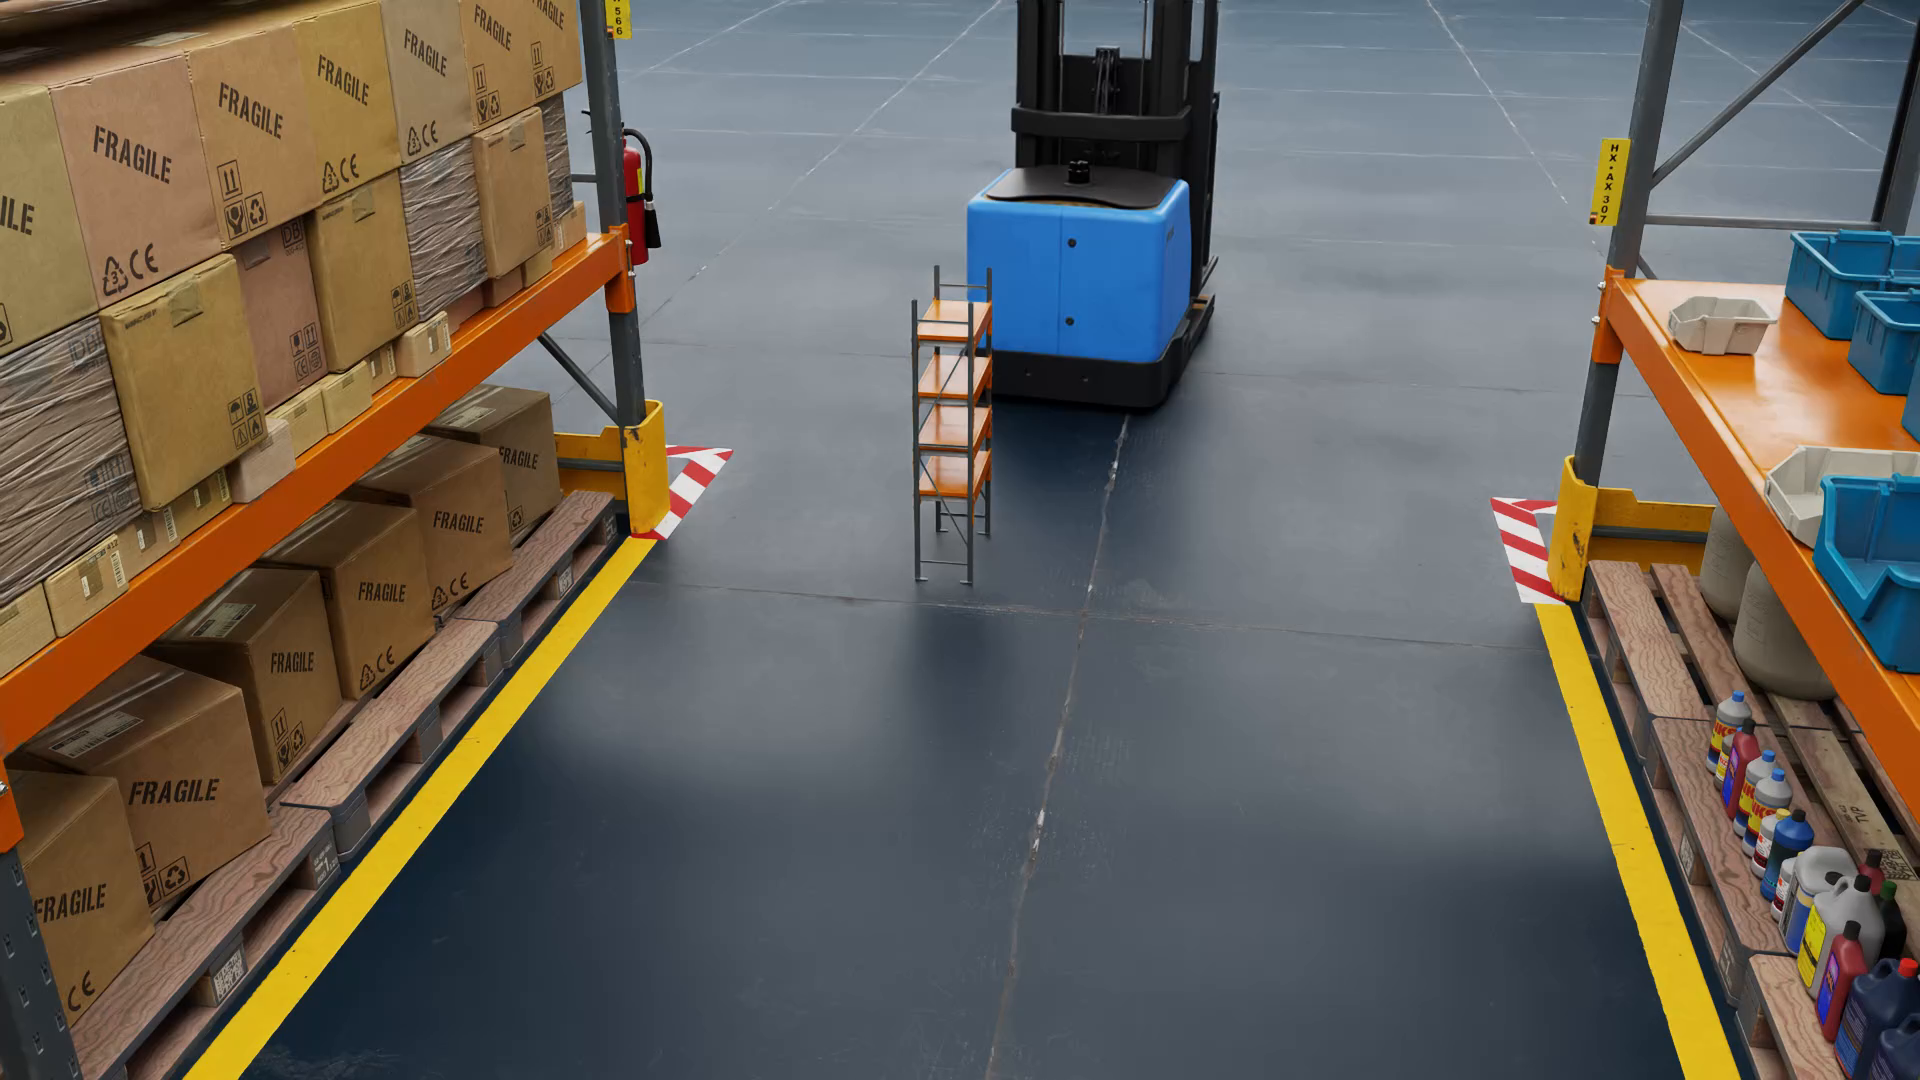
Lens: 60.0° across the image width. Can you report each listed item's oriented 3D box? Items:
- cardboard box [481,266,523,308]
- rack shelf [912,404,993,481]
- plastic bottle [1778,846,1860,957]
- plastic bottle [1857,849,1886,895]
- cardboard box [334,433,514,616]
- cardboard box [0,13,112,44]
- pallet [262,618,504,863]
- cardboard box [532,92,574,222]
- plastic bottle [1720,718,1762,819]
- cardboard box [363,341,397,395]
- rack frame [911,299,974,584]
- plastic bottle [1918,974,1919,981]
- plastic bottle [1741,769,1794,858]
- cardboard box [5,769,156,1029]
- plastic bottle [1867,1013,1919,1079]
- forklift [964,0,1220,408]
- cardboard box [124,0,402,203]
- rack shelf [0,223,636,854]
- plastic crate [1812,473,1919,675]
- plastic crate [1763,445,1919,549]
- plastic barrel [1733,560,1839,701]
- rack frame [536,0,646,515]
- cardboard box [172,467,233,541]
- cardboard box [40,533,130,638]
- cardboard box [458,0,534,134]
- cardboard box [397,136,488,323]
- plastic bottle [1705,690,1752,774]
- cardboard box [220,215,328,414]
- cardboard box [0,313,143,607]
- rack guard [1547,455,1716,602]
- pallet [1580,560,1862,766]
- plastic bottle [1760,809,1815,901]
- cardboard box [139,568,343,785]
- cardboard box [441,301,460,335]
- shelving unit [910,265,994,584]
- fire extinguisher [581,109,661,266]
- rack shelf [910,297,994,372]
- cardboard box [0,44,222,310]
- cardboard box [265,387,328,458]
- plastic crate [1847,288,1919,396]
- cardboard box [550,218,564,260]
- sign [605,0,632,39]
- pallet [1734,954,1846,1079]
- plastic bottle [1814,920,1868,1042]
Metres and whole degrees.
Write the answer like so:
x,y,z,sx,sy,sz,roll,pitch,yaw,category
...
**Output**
x,y,z,sx,sy,sz,roll,pitch,yaw,category
-1.828,-0.962,6.062,0.380,0.149,0.250,4,25,9,cardboard box
-0.027,-0.413,6.876,0.258,0.148,0.480,4,25,9,rack shelf
2.270,0.953,4.369,0.152,0.276,0.135,4,25,9,plastic bottle
2.376,0.957,4.353,0.061,0.283,0.133,4,25,9,plastic bottle
-2.080,-0.071,6.316,0.500,0.500,0.500,11,27,22,cardboard box
-2.586,-1.110,4.436,0.500,0.500,0.500,4,25,9,cardboard box
-2.280,0.616,5.685,1.003,0.211,1.213,4,25,9,pallet
-2.015,-1.477,6.398,0.875,0.500,0.500,4,25,9,cardboard box
2.330,0.679,4.946,0.061,0.283,0.133,4,25,9,plastic bottle
-1.992,-0.543,5.169,0.380,0.149,0.250,4,25,9,cardboard box
-0.067,-0.372,6.630,0.240,1.200,0.015,4,25,9,rack frame
2.337,1.156,3.937,0.152,0.276,0.135,4,25,9,plastic bottle
2.313,0.777,4.752,0.097,0.271,0.097,0,25,0,plastic bottle
-2.447,0.925,4.188,0.500,0.500,0.500,3,25,7,cardboard box
2.156,1.202,3.749,0.144,0.351,0.185,3,25,7,plastic bottle
0.918,-2.607,9.363,1.130,2.935,3.031,7,26,14,forklift
-1.994,-1.284,4.806,0.500,0.500,0.500,4,25,9,cardboard box
-2.225,-0.363,5.335,1.077,0.370,4.000,4,25,9,rack shelf
2.248,0.077,3.723,0.499,0.251,0.616,4,25,9,plastic crate
2.350,-0.086,4.207,0.530,0.136,0.437,4,25,9,plastic crate
2.875,0.245,5.628,0.421,0.512,0.421,0,25,0,plastic barrel
-1.898,-1.525,6.970,1.000,3.000,0.127,4,25,9,rack frame
-2.121,-0.123,4.270,0.380,0.149,0.250,4,25,9,cardboard box
-2.166,0.089,3.818,0.380,0.149,0.250,4,25,9,cardboard box
-1.820,-1.701,5.698,0.500,0.500,0.500,4,25,9,cardboard box
-2.102,-1.053,5.493,0.875,0.500,0.500,4,25,9,cardboard box
2.385,0.591,5.148,0.097,0.271,0.097,0,25,0,plastic bottle
-2.318,-0.639,4.607,0.875,0.500,0.500,4,25,9,cardboard box
-2.417,-0.216,3.704,0.875,0.500,0.500,4,25,9,cardboard box
3.023,-0.015,6.692,1.175,0.500,0.348,4,25,9,rack guard
2.885,0.456,6.028,1.003,0.211,1.213,4,25,9,pallet
2.279,0.861,4.571,0.097,0.271,0.097,0,25,0,plastic bottle
-2.337,0.420,5.267,0.500,0.500,0.500,2,25,4,cardboard box
-1.929,-0.754,5.618,0.380,0.149,0.250,4,25,9,cardboard box
-0.027,-0.474,6.848,0.258,1.200,0.503,4,25,9,shelving unit
-1.424,-1.506,7.020,0.296,0.674,0.183,4,25,9,fire extinguisher
-0.027,-0.830,6.681,0.258,0.148,0.480,4,25,9,rack shelf
-2.147,-0.865,3.911,0.500,0.500,0.500,4,25,9,cardboard box
-2.040,-0.332,4.717,0.380,0.149,0.250,4,25,9,cardboard box
3.090,-0.613,5.197,0.499,0.251,0.408,4,25,9,plastic crate
-1.782,-1.173,6.514,0.380,0.149,0.250,4,25,9,cardboard box
-1.353,-2.146,6.557,0.100,0.325,0.005,4,25,9,sign
2.486,1.476,3.848,1.003,0.211,1.213,4,25,9,pallet
2.173,1.082,4.086,0.061,0.283,0.133,6,26,12,plastic bottle
